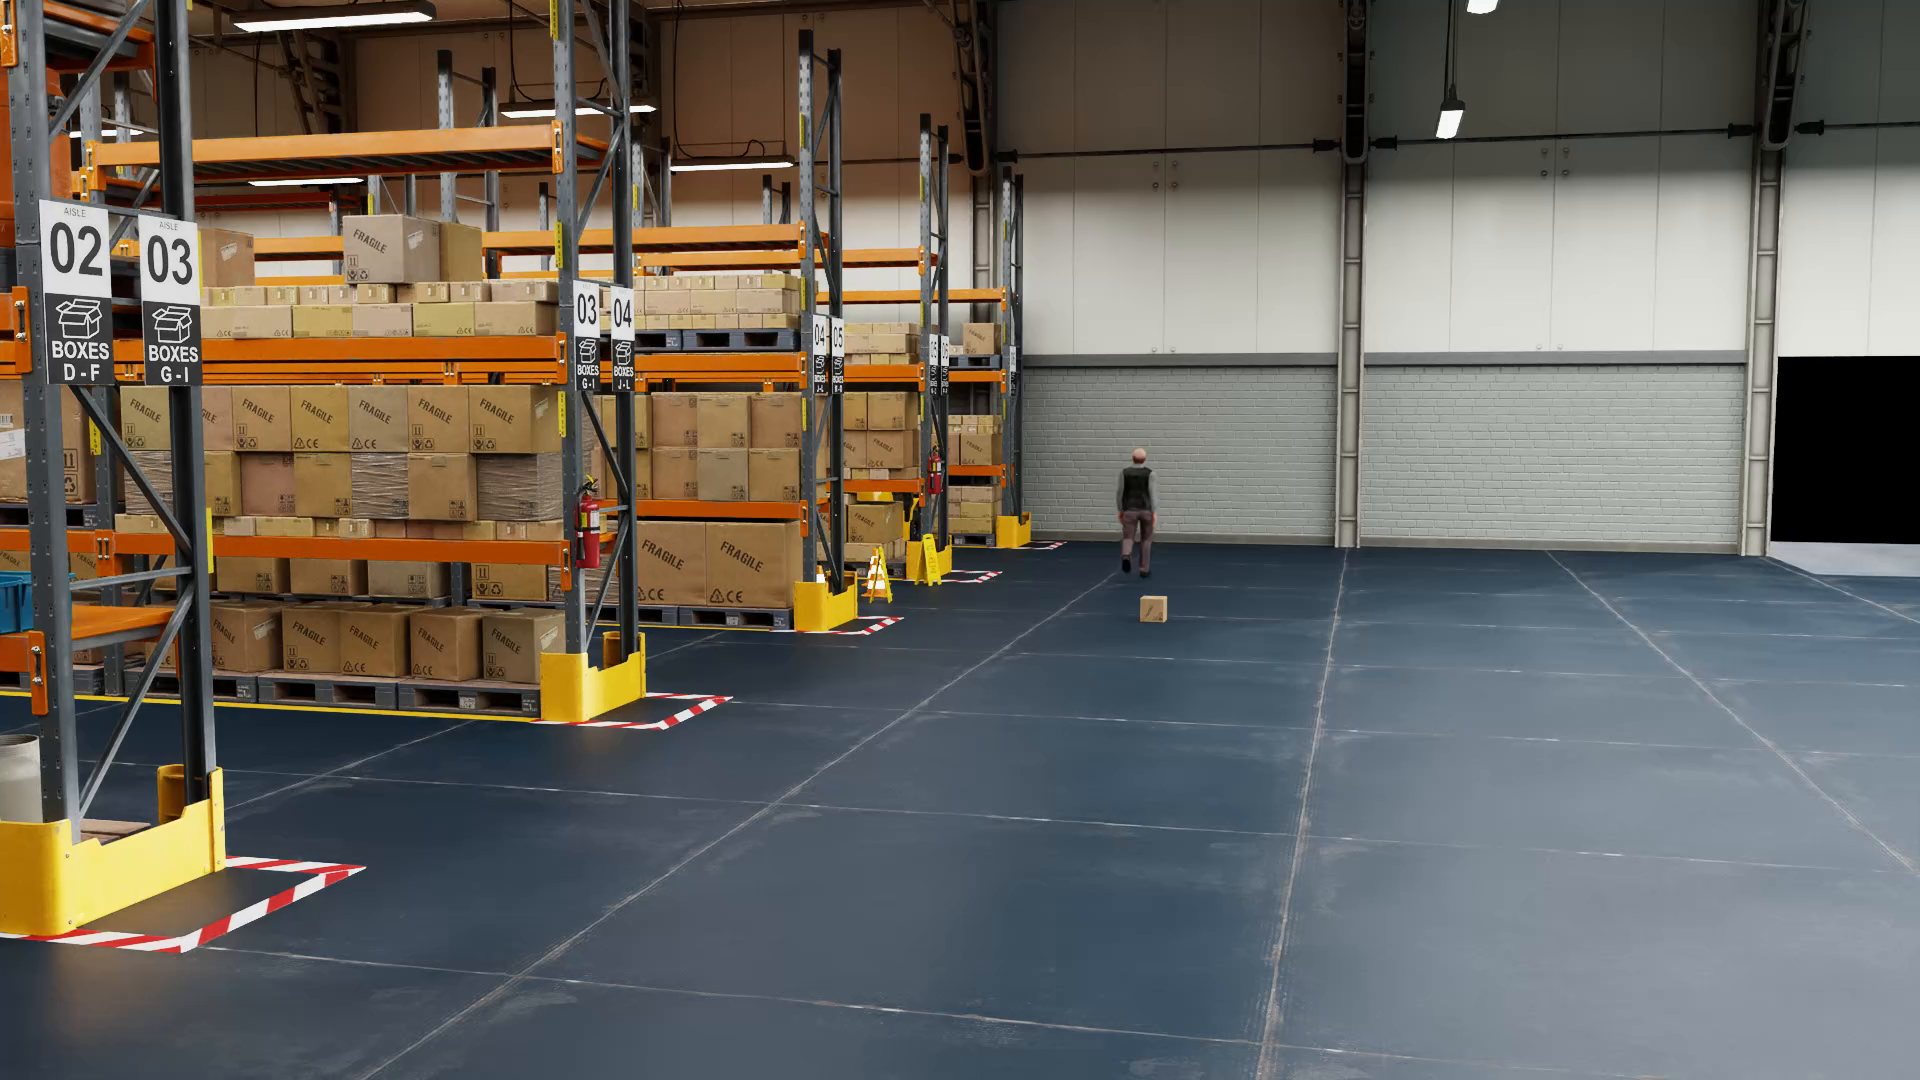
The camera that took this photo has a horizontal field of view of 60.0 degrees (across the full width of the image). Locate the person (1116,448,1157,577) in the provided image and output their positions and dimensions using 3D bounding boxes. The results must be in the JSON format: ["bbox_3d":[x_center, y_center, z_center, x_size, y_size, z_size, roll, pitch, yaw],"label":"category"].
[{"bbox_3d":[2.320,-0.354,21.809,0.543,1.696,0.789,1,5,14],"label":"person"}]
